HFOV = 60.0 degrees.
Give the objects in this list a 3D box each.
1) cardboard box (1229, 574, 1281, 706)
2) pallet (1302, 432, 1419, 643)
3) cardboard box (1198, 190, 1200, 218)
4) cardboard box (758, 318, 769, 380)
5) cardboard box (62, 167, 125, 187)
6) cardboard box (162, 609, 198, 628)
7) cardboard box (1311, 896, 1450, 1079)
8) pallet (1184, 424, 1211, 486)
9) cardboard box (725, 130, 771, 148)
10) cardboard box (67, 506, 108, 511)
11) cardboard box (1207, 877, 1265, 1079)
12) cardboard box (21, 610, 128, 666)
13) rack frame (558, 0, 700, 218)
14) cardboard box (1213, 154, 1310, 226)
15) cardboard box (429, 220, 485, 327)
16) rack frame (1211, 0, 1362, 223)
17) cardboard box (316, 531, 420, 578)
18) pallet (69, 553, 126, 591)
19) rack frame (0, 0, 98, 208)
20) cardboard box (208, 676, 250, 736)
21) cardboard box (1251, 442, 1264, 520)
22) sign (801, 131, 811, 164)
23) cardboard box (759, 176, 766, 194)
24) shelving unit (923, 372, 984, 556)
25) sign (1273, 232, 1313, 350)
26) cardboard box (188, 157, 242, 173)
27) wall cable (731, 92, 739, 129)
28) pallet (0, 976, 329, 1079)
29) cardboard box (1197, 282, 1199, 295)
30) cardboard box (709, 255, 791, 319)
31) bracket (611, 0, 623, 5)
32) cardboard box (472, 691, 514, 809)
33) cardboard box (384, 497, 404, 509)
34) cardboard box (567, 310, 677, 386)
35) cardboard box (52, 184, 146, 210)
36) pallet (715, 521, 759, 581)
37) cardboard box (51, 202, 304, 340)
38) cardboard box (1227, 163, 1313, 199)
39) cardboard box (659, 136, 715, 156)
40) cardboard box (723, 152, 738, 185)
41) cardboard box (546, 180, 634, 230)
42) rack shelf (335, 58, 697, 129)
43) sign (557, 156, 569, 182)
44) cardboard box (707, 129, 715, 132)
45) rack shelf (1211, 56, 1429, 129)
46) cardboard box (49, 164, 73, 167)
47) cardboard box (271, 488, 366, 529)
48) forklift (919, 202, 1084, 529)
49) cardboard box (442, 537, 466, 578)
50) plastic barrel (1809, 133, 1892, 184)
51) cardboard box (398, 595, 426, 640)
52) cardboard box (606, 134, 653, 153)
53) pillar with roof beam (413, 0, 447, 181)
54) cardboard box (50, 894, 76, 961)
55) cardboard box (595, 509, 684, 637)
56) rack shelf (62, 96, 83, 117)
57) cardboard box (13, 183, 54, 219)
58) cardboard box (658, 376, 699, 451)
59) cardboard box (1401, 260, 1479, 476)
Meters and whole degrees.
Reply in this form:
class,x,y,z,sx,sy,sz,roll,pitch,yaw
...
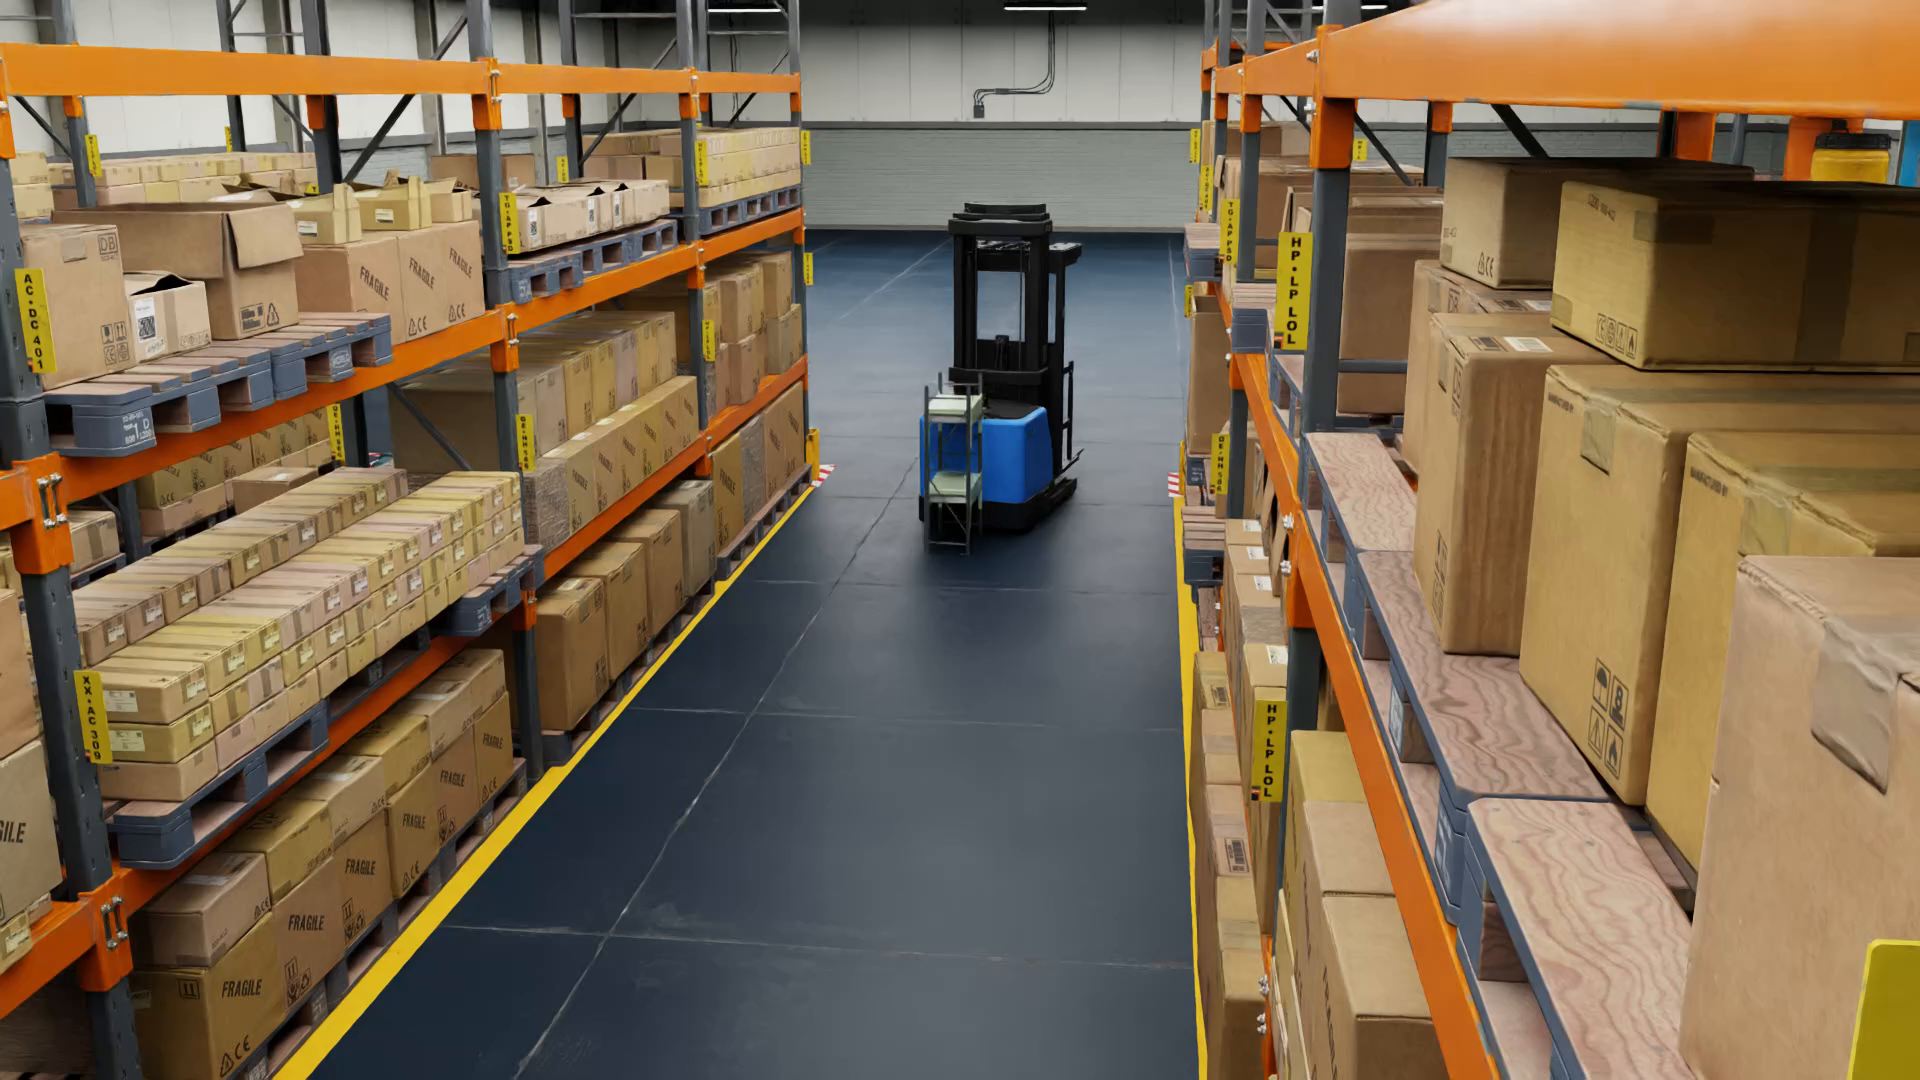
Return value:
class,x,y,z,sx,sy,sz,roll,pitch,yaw
cardboard box,1.489,0.468,7.492,0.500,0.500,0.500,1,15,5
pallet,1.371,-0.024,3.928,1.003,0.211,1.213,2,15,6
cardboard box,2.516,-3.201,15.796,0.500,0.250,0.500,2,15,8
cardboard box,-2.315,-1.805,15.805,0.875,0.550,0.550,2,15,6
cardboard box,-7.111,-2.981,13.648,0.380,0.149,0.250,1,15,5
cardboard box,-3.478,0.392,7.074,0.380,0.149,0.250,1,15,3
cardboard box,1.048,1.115,3.572,0.500,0.500,0.500,1,15,4
pallet,2.145,-0.619,12.073,1.003,0.211,1.213,2,15,6
cardboard box,-1.934,-3.651,15.129,0.380,0.149,0.250,1,15,5
cardboard box,-7.671,-0.234,14.745,0.500,0.250,0.500,2,15,9
cardboard box,1.526,1.826,5.930,1.225,0.875,0.875,2,15,6
cardboard box,-3.532,0.382,6.541,0.380,0.149,0.250,1,15,4
rack frame,-2.541,-3.974,12.619,1.000,3.000,0.127,2,15,6
cardboard box,2.225,-2.487,11.865,0.797,0.503,0.637,1,15,3
cardboard box,-2.804,-1.381,8.585,0.500,0.500,0.500,2,15,6
rack frame,2.376,-3.802,11.982,1.000,3.000,0.127,2,15,6
cardboard box,-2.740,0.067,7.706,0.380,0.149,0.250,2,15,9
pallet,-7.557,0.350,13.461,1.003,0.211,1.213,2,15,6
rack frame,-7.471,-4.094,13.061,1.000,3.000,0.127,2,15,6
cardboard box,-2.915,0.616,6.244,0.380,0.149,0.250,1,15,5
cardboard box,1.946,-0.260,9.383,0.500,0.500,0.500,0,15,-1
sign,-1.552,-3.933,16.670,0.100,0.325,0.005,2,15,6
cardboard box,-1.963,-3.201,14.994,0.380,0.149,0.250,2,15,7
shelving unit,-0.053,-0.690,14.836,0.431,1.500,0.755,2,15,8
sign,0.933,-0.694,4.641,0.100,0.325,0.005,2,15,6
cardboard box,-7.012,-3.523,15.652,0.380,0.149,0.250,1,15,5
wall cable,-7.894,-12.129,48.727,3.097,2.526,0.112,2,15,6
pallet,-3.357,2.141,6.840,1.003,0.211,1.213,2,15,6
cardboard box,2.326,-2.094,14.483,0.500,0.500,0.500,2,15,6
cardboard box,-2.140,-2.469,16.189,0.875,0.550,0.550,2,15,6
bracket,-9.235,-14.522,44.734,0.235,0.232,0.430,2,15,6
cardboard box,-2.807,1.142,9.177,0.500,0.500,0.500,2,15,6
cardboard box,-3.246,-0.146,9.063,0.380,0.149,0.250,2,15,9
cardboard box,-2.591,-1.480,12.782,0.700,0.500,0.500,1,15,5
cardboard box,-7.149,-2.823,13.826,0.500,0.250,0.500,1,15,5
pallet,-2.377,0.073,14.487,1.003,0.211,1.213,2,15,6
cardboard box,-3.139,-1.100,6.736,0.797,0.503,0.637,1,15,6
cardboard box,1.777,-1.870,9.436,0.500,0.500,0.500,2,15,6
cardboard box,-2.162,-3.125,13.183,0.380,0.149,0.250,2,15,7
cardboard box,-2.152,-3.098,13.846,0.500,0.250,0.500,2,15,6
cardboard box,-2.520,-2.273,11.249,0.500,0.311,0.500,1,15,4
rack shelf,-2.766,-2.915,10.847,1.077,0.370,4.000,2,15,6
sign,-3.092,-2.830,12.992,0.100,0.325,0.005,2,15,6
cardboard box,-2.530,-3.804,15.695,0.380,0.149,0.250,2,15,7
rack shelf,2.150,-2.743,10.210,1.077,0.370,4.000,2,15,6
cardboard box,-7.580,-3.132,14.207,0.380,0.149,0.250,2,15,8
cardboard box,-3.296,-0.162,8.551,0.380,0.149,0.250,2,15,6
forklift,0.553,-1.858,16.418,1.130,2.935,3.031,5,16,17
cardboard box,-2.680,0.078,8.232,0.380,0.149,0.250,2,15,6
plastic barrel,7.746,-3.239,14.484,0.600,0.588,0.600,0,15,0
cardboard box,-2.741,0.352,7.791,0.380,0.149,0.250,2,15,8
cardboard box,-2.759,-3.276,13.740,0.380,0.149,0.250,2,15,6
pillar with roof beam,-6.617,-9.664,33.661,9.100,9.000,0.400,2,15,6
cardboard box,-3.611,1.438,6.644,0.500,0.250,0.500,1,15,5
cardboard box,-2.634,0.219,12.111,1.050,0.750,0.750,2,15,6
rack shelf,-7.696,-3.035,11.289,1.077,0.370,4.000,2,15,6
cardboard box,-7.393,-2.620,12.842,0.500,0.250,0.500,1,15,5
cardboard box,-2.334,-0.983,12.859,0.500,0.500,0.500,2,15,6
cardboard box,1.445,-0.373,3.862,0.700,0.500,0.500,1,15,3
